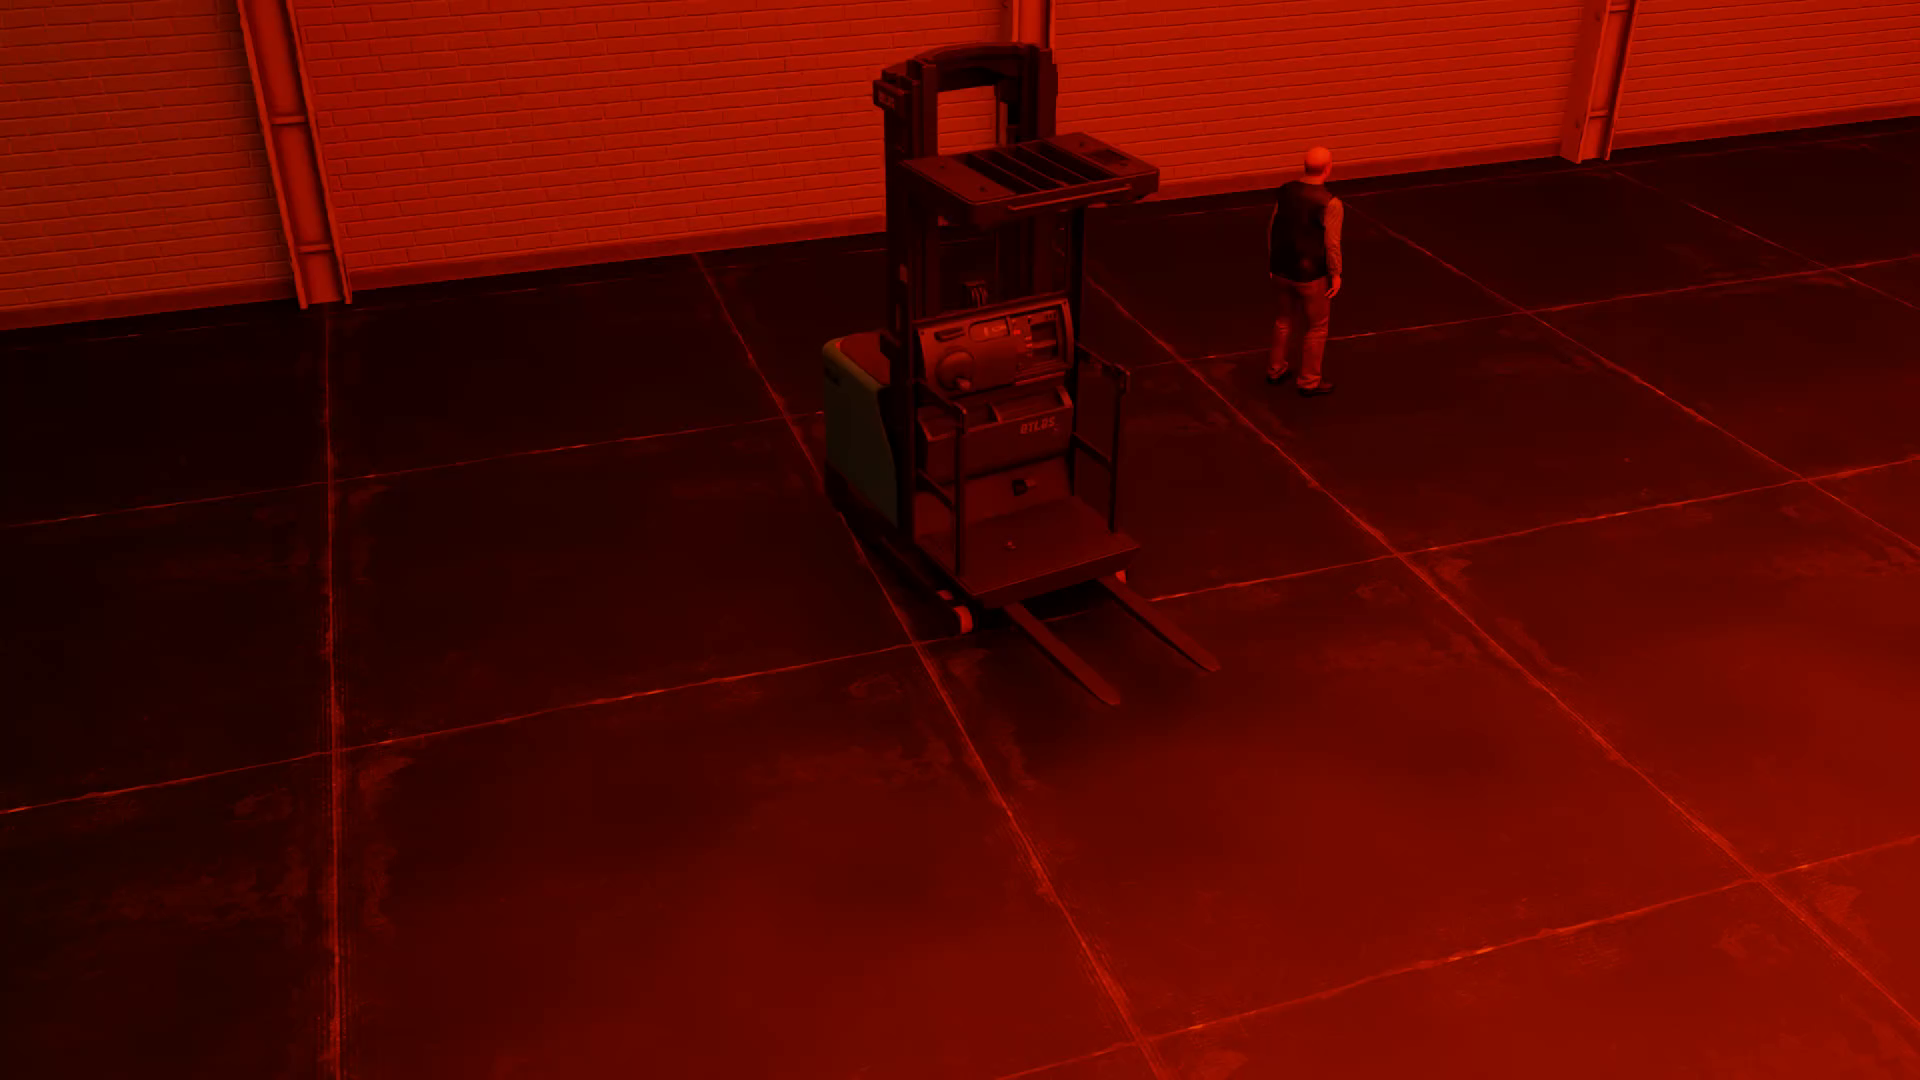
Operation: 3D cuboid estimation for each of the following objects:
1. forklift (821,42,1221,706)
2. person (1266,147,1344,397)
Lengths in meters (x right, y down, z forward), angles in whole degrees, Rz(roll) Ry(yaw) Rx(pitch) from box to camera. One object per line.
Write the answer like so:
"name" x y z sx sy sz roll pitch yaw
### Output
"forklift" 0.305 -1.005 8.834 1.130 2.935 3.031 -15 33 -25
"person" 2.371 -1.856 11.530 0.424 1.719 0.579 -26 39 -37
